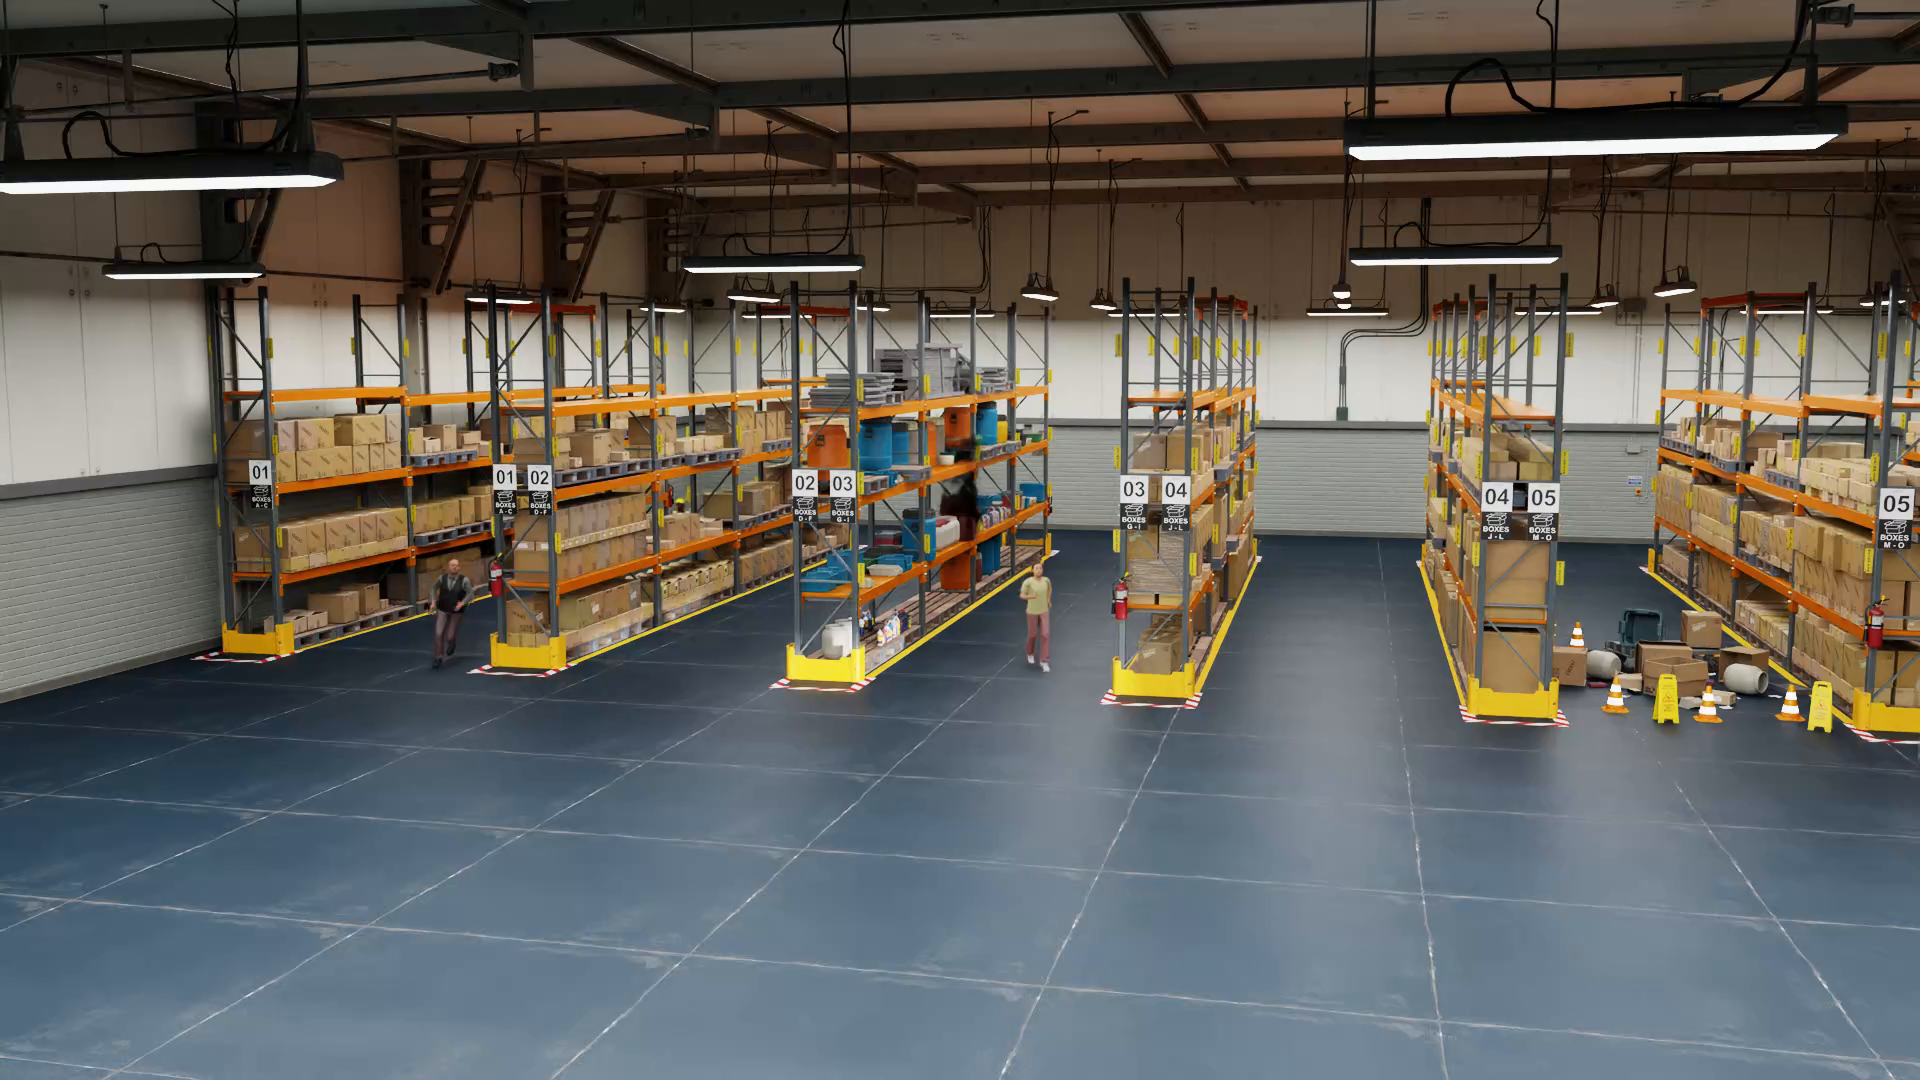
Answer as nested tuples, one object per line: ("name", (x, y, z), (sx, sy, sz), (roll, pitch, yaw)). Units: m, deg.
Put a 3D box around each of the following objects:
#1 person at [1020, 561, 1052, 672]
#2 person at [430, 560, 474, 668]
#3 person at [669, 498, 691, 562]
("person", (1.209, 1.163, 26.014), (0.569, 1.685, 0.884), (-1, 7, -12))
("person", (-8.095, 1.144, 26.502), (0.698, 1.686, 0.774), (-1, 7, -6))
("person", (-6.168, -0.065, 36.697), (0.698, 1.718, 0.606), (1, 7, 8))
